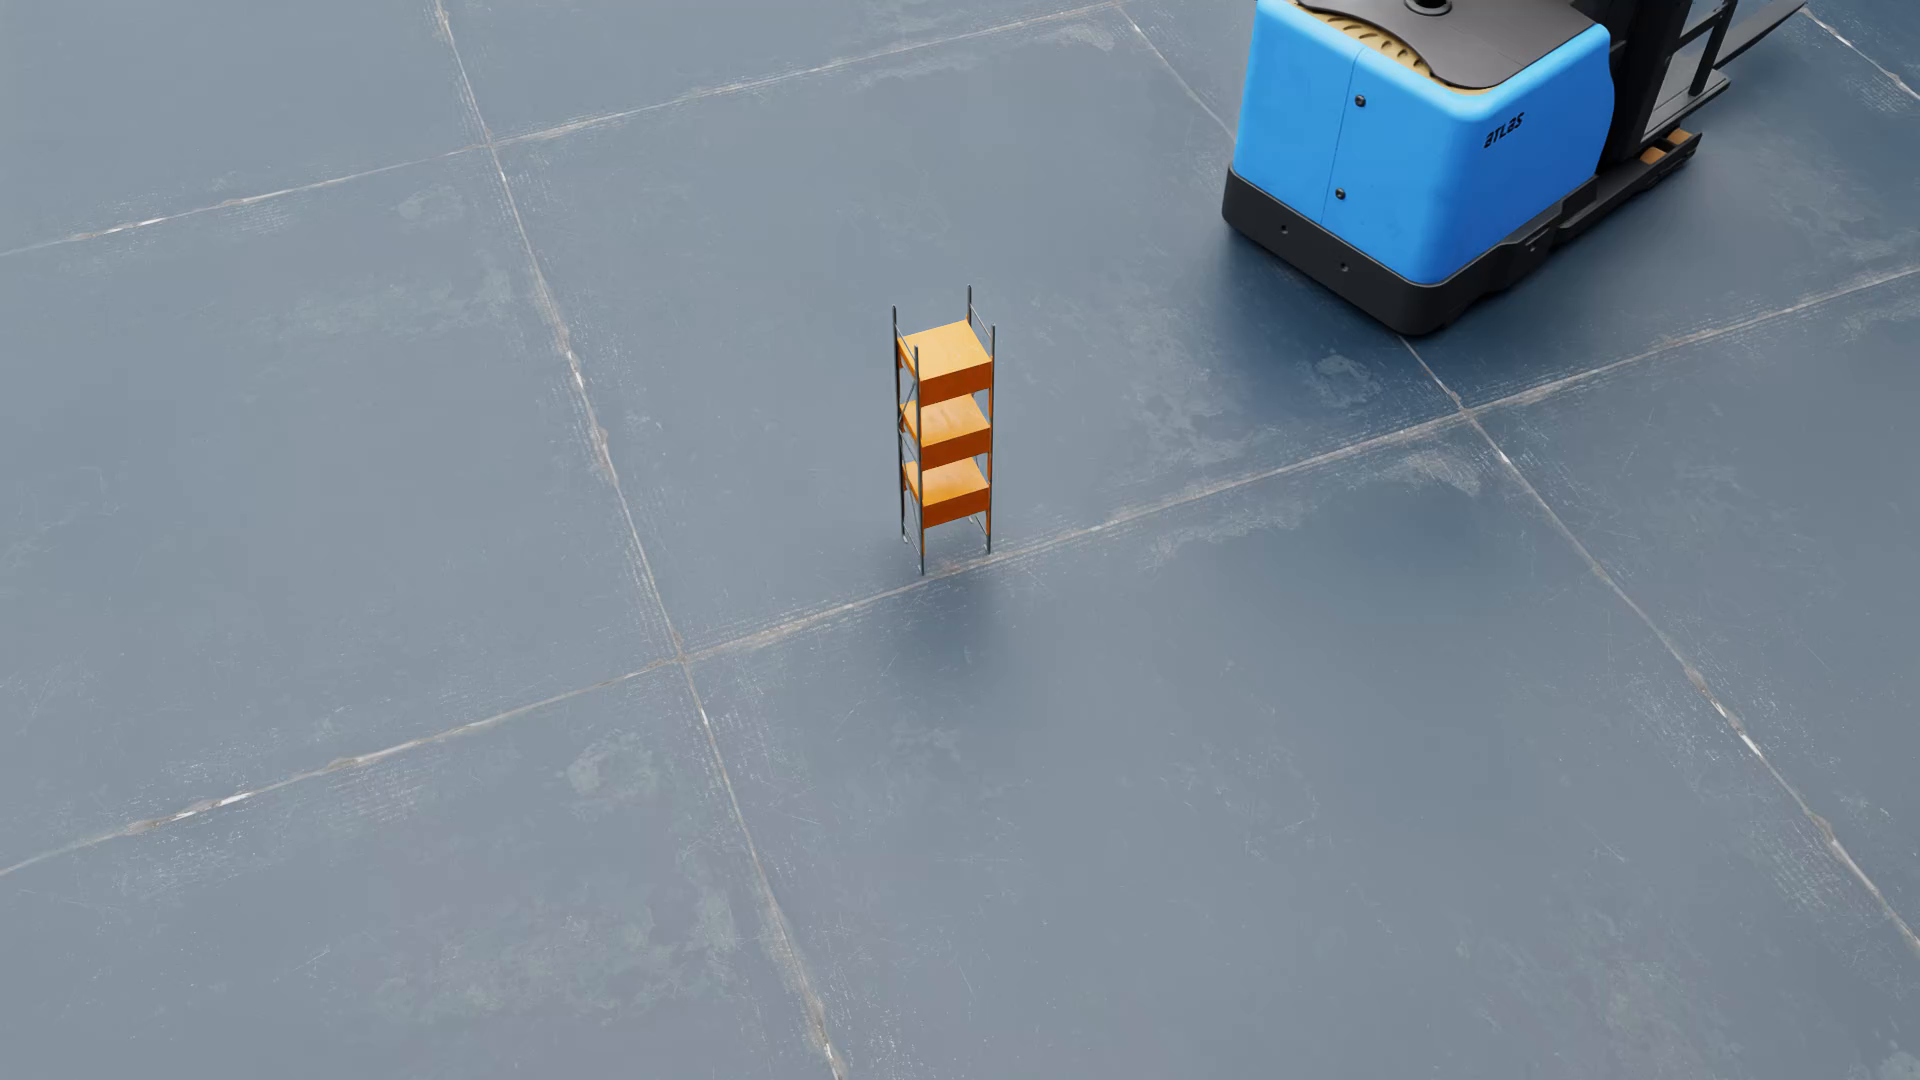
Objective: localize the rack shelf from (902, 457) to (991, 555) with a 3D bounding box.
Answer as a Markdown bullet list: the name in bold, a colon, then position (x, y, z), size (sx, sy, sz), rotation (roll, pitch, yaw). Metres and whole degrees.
- **rack shelf**: position (-0.050, -0.139, 5.557), size (0.240, 0.259, 0.215), rotation (-17, 52, -14)

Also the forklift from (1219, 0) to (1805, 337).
- **forklift**: position (2.495, -2.704, 6.140), size (3.031, 2.935, 1.130), rotation (-34, 57, -26)

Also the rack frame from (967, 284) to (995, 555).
- **rack frame**: position (0.063, -0.362, 5.369), size (0.008, 1.050, 0.200), rotation (-17, 52, -14)

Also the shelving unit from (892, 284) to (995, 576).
- **shelving unit**: position (-0.050, -0.327, 5.339), size (0.252, 1.050, 0.215), rotation (-17, 52, -14)

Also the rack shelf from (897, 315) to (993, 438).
- **rack shelf**: position (-0.050, -0.505, 5.131), size (0.240, 0.259, 0.215), rotation (-17, 52, -14)

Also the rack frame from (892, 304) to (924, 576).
- **rack frame**: position (-0.162, -0.292, 5.308), size (0.008, 1.050, 0.200), rotation (-17, 52, -14)

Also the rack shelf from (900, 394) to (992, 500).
- **rack shelf**: position (-0.050, -0.320, 5.347), size (0.240, 0.259, 0.215), rotation (-17, 52, -14)
